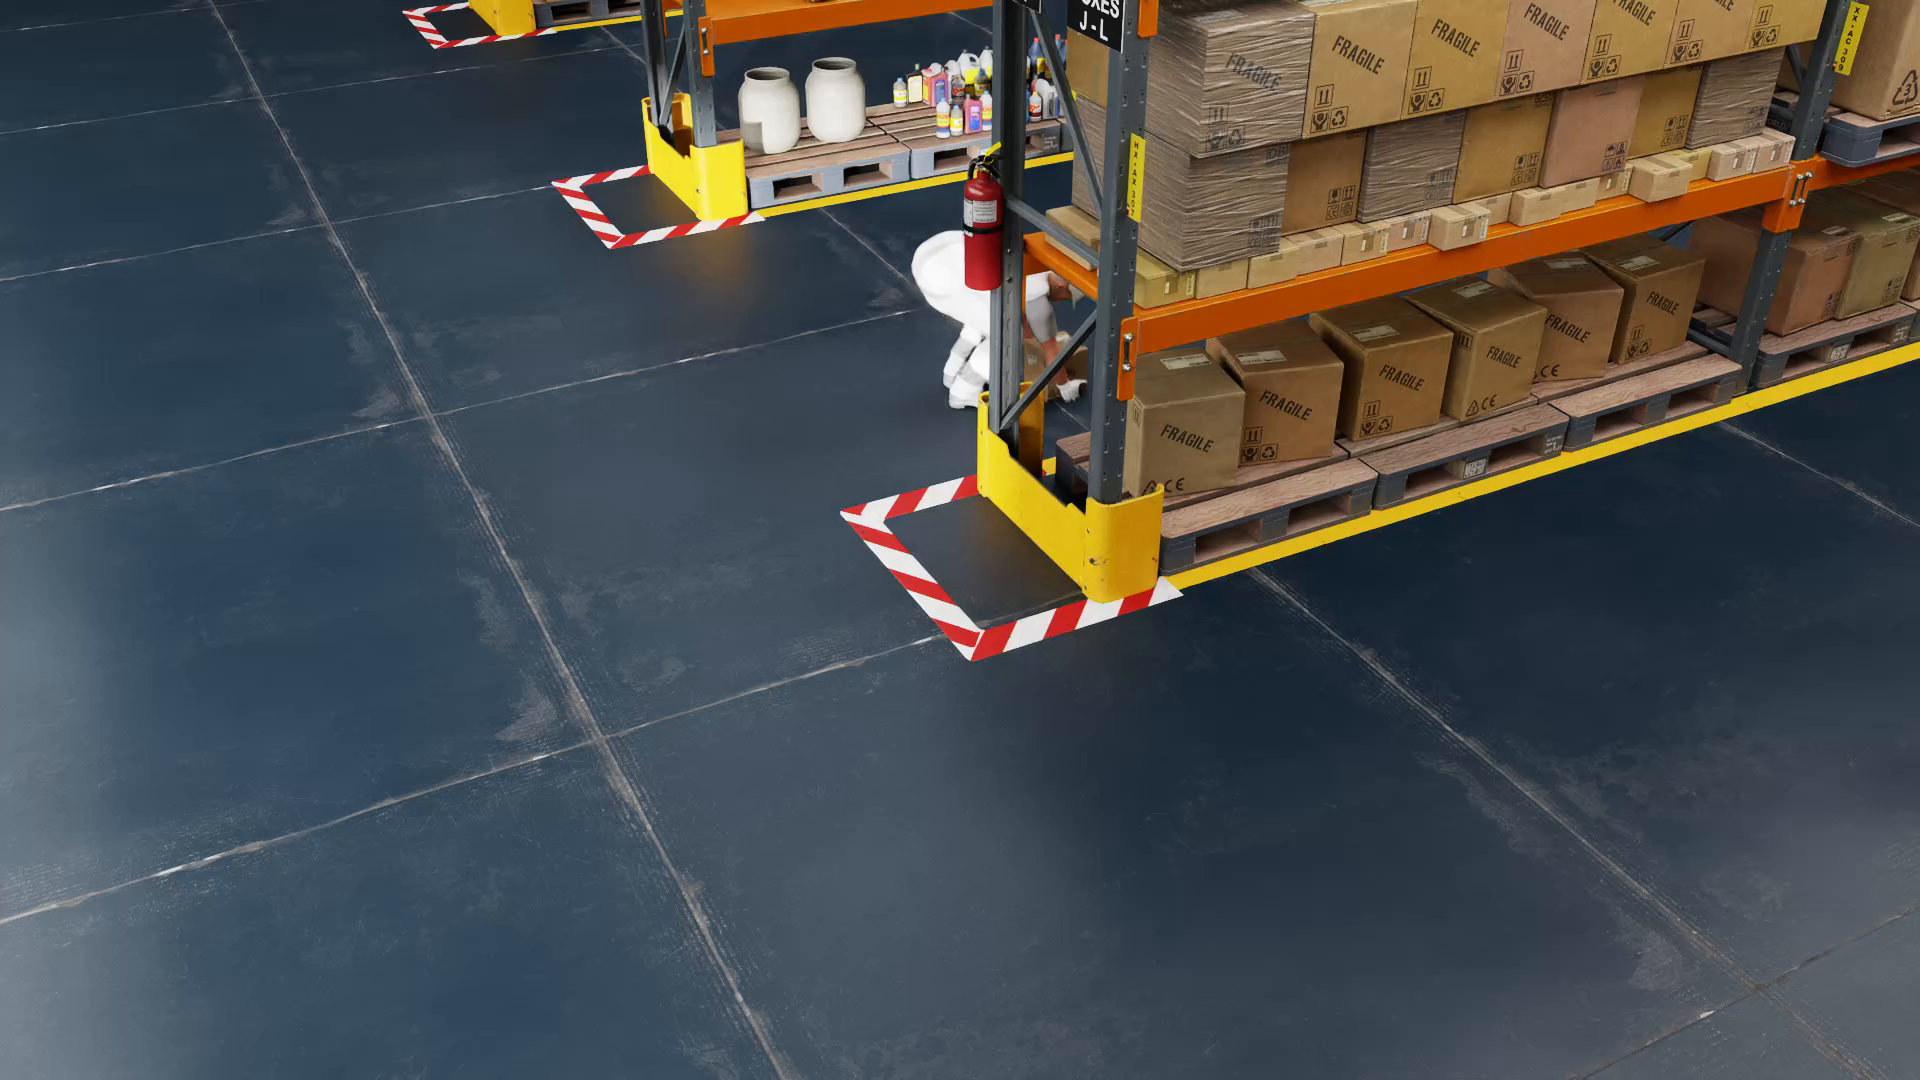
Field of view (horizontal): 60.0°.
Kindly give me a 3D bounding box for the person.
[{"bbox_3d":[0.227,-1.188,8.782,0.952,0.923,0.535,-5,33,-8],"label":"person"}]
